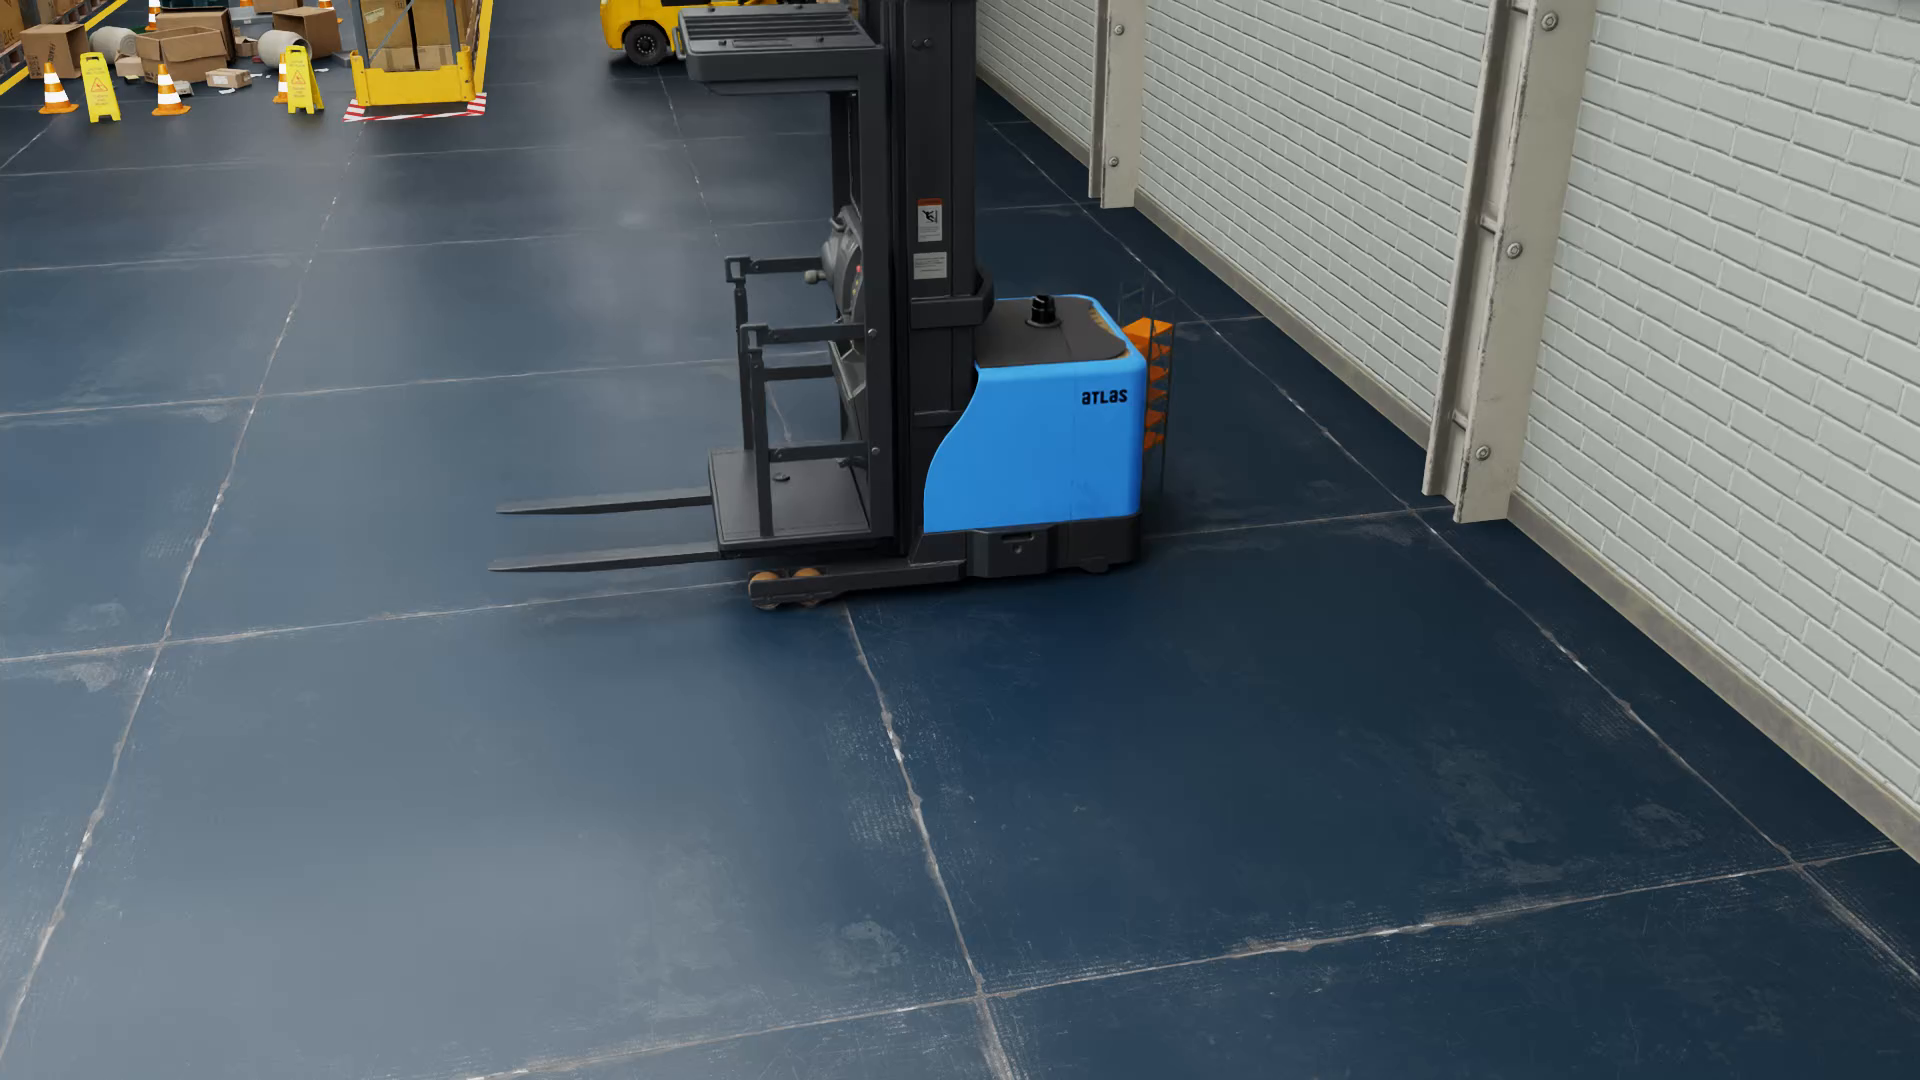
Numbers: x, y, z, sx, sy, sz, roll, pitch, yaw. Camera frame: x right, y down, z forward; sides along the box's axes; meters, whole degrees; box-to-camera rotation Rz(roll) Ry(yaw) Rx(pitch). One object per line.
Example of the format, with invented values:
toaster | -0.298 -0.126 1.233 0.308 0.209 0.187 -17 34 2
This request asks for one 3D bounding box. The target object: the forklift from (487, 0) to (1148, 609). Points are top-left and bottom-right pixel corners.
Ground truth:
forklift | -0.704 -1.250 7.474 3.031 2.935 1.130 -5 27 -10

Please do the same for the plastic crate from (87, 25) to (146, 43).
plastic crate | -10.022 -5.927 19.720 0.450 0.188 0.662 -2 25 20

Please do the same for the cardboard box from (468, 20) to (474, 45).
cardboard box | -5.792 -5.696 18.792 0.500 0.250 0.500 -4 27 -8

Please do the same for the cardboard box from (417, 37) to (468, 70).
cardboard box | -5.549 -5.233 17.874 0.500 0.250 0.500 -6 27 -12

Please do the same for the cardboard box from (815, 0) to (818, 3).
cardboard box | -1.455 -6.207 19.250 0.500 0.250 0.500 -7 28 -13

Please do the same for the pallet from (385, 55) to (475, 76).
pallet | -5.802 -5.039 18.000 1.003 0.211 1.213 -6 27 -12

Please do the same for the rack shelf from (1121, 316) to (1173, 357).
rack shelf | 0.919 -1.008 8.212 0.180 0.103 0.258 20 33 32

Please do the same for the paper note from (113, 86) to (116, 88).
paper note | -9.126 -4.860 17.847 0.144 0.017 0.142 3 27 6

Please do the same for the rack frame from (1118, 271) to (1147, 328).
rack frame | 0.841 -0.755 8.405 0.006 1.200 0.240 20 33 32

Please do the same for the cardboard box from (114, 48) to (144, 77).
cardboard box | -9.156 -5.312 18.479 0.396 0.266 0.258 -1 27 -3

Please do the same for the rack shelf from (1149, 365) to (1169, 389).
rack shelf | 0.915 -0.795 8.322 0.180 0.103 0.258 20 33 32

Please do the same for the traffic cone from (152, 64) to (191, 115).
traffic cone | -7.995 -4.554 16.759 0.336 0.463 0.334 -6 27 -12

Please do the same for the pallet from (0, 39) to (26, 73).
pallet | -11.243 -5.513 18.938 1.003 0.211 1.213 -6 27 -12

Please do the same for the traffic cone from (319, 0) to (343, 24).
traffic cone | -8.181 -6.916 21.439 0.336 0.463 0.334 -6 27 -12

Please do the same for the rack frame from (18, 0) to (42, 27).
rack frame | -11.338 -7.100 18.987 1.000 3.000 0.127 -6 27 -12

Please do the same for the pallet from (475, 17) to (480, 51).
pallet | -6.352 -6.111 20.122 1.003 0.211 1.213 -6 27 -12

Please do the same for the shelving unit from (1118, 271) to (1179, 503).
shelving unit | 0.914 -0.728 8.357 0.189 1.200 0.258 20 33 32

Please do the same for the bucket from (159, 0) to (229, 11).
bucket | -9.061 -6.491 19.728 0.726 0.611 0.620 3 17 6

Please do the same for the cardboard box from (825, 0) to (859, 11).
cardboard box | -1.209 -5.973 18.231 0.500 0.250 0.500 -5 27 -10

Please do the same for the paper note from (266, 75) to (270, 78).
paper note | -7.656 -5.132 18.406 0.032 0.001 0.123 -6 27 -12

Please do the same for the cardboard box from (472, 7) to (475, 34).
cardboard box | -6.013 -6.142 19.675 0.500 0.250 0.500 -7 28 -13

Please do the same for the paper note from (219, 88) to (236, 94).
paper note | -7.789 -4.778 17.683 0.148 0.019 0.142 -16 31 -29

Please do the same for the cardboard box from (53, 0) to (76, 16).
cardboard box | -11.779 -6.970 20.761 1.050 0.750 0.750 -6 27 -12

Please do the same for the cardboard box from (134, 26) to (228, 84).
cardboard box | -8.499 -5.290 18.173 0.637 0.503 0.797 19 32 32

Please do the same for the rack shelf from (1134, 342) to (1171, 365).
rack shelf | 0.917 -0.902 8.267 0.180 0.103 0.258 20 33 32

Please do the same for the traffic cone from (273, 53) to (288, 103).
traffic cone | -6.990 -4.816 17.278 0.336 0.463 0.334 -6 27 -12

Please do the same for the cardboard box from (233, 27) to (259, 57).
cardboard box | -8.445 -5.851 19.547 0.396 0.266 0.258 19 32 32

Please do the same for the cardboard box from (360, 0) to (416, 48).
cardboard box | -6.071 -5.511 17.592 0.500 0.500 0.500 -6 27 -11

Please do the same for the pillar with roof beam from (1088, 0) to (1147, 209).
pillar with roof beam | -2.922 -6.401 10.944 9.100 9.000 0.400 -6 27 -12

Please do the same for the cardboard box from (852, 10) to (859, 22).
cardboard box | -1.216 -5.761 18.367 0.500 0.250 0.500 -6 27 -12

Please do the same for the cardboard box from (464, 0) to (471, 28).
cardboard box | -5.782 -6.028 18.617 0.500 0.500 0.500 -5 27 -11

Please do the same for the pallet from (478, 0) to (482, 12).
pallet | -6.993 -7.280 22.439 1.003 0.211 1.213 -6 27 -12

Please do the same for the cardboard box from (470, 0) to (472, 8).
cardboard box | -6.027 -6.486 19.524 0.500 0.500 0.500 -5 27 -11

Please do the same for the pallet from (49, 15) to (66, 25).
pallet | -11.585 -6.186 20.271 1.003 0.211 1.213 -6 27 -12

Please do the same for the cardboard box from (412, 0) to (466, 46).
cardboard box | -5.555 -5.578 17.726 0.500 0.500 0.500 -7 28 -13

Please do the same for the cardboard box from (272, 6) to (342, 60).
cardboard box | -7.622 -5.923 19.428 0.500 0.500 0.500 13 30 24

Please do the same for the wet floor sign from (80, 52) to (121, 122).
wet floor sign | -8.501 -4.481 16.412 0.267 0.644 0.232 -11 29 -20

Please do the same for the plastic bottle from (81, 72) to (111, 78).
plastic bottle | -9.546 -5.142 18.370 0.283 0.061 0.133 -16 31 -29

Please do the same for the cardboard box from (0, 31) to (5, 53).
cardboard box | -11.057 -5.660 18.027 0.875 0.875 0.875 -6 27 -11

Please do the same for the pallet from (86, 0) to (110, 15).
pallet | -12.135 -7.257 22.394 1.003 0.211 1.213 -6 27 -12

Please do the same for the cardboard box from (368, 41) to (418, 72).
cardboard box | -6.086 -5.189 17.787 0.500 0.250 0.500 -6 27 -12

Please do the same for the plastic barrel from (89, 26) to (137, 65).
plastic barrel | -9.588 -5.607 18.890 0.512 0.421 0.421 13 30 24

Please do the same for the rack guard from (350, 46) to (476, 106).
rack guard | -5.654 -4.808 17.221 1.175 0.500 0.348 -6 27 -12

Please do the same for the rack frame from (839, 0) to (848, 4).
rack frame | -0.801 -6.396 17.594 1.000 3.000 0.127 -6 27 -12
